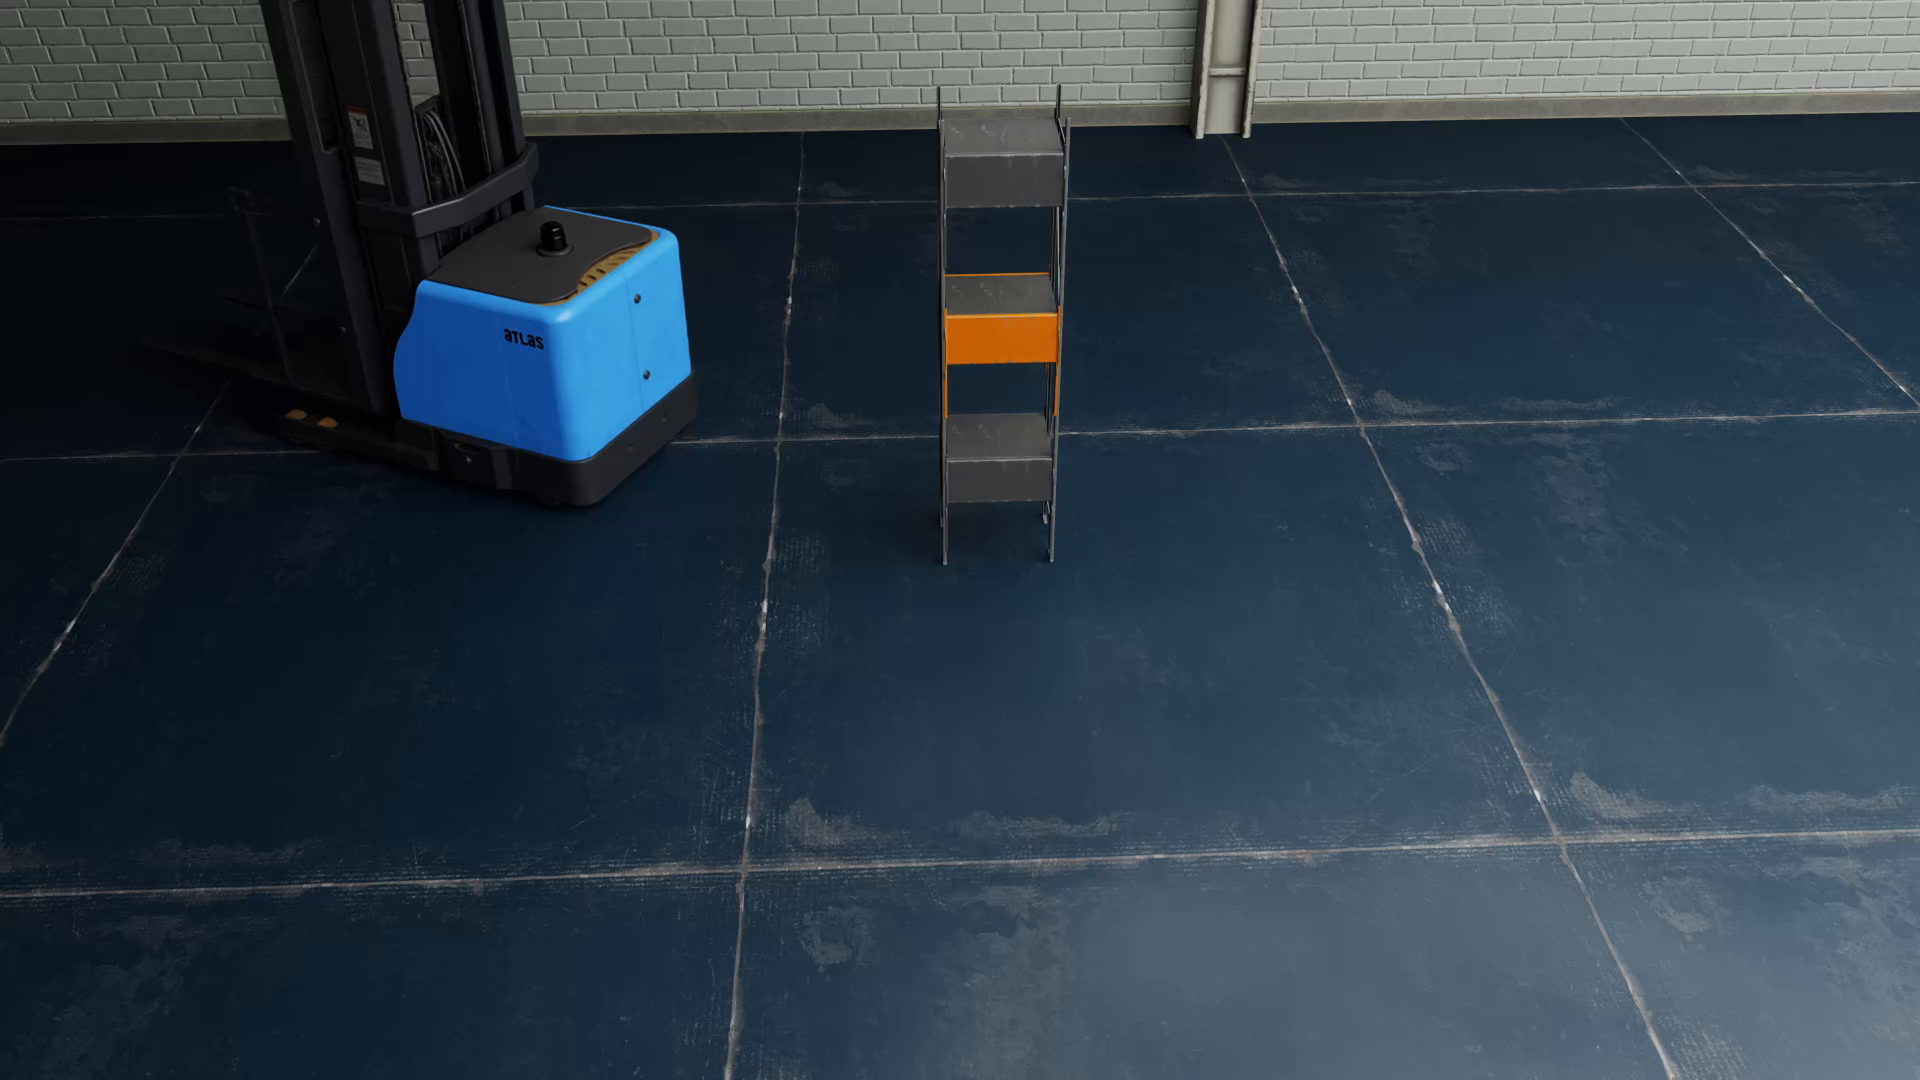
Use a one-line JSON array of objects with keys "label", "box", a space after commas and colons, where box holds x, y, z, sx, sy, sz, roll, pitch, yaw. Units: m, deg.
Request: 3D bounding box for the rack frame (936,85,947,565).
[{"label": "rack frame", "box": [-0.078, -0.861, 7.149, 0.015, 2.100, 0.400, -2, 35, -2]}]

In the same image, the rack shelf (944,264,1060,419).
[{"label": "rack shelf", "box": [0.165, -0.857, 7.167, 0.480, 0.518, 0.431, -2, 35, -2]}]

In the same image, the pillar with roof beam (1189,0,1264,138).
[{"label": "pillar with roof beam", "box": [2.079, -4.221, 5.941, 0.400, 9.000, 9.100, -2, 35, -2]}]

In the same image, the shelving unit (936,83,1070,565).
[{"label": "shelving unit", "box": [0.165, -0.868, 7.159, 0.503, 2.100, 0.431, -2, 35, -2]}]

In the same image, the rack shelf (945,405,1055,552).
[{"label": "rack shelf", "box": [0.165, -0.281, 7.565, 0.480, 0.518, 0.431, -2, 35, -2]}]

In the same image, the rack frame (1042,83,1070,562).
[{"label": "rack frame", "box": [0.409, -0.874, 7.168, 0.015, 2.100, 0.400, -2, 35, -2]}]

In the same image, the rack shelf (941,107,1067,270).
[{"label": "rack shelf", "box": [0.165, -1.432, 6.768, 0.480, 0.518, 0.431, -2, 35, -2]}]

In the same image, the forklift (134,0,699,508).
[{"label": "forklift", "box": [-2.909, -1.913, 7.938, 3.031, 2.935, 1.130, 14, 37, 20]}]
